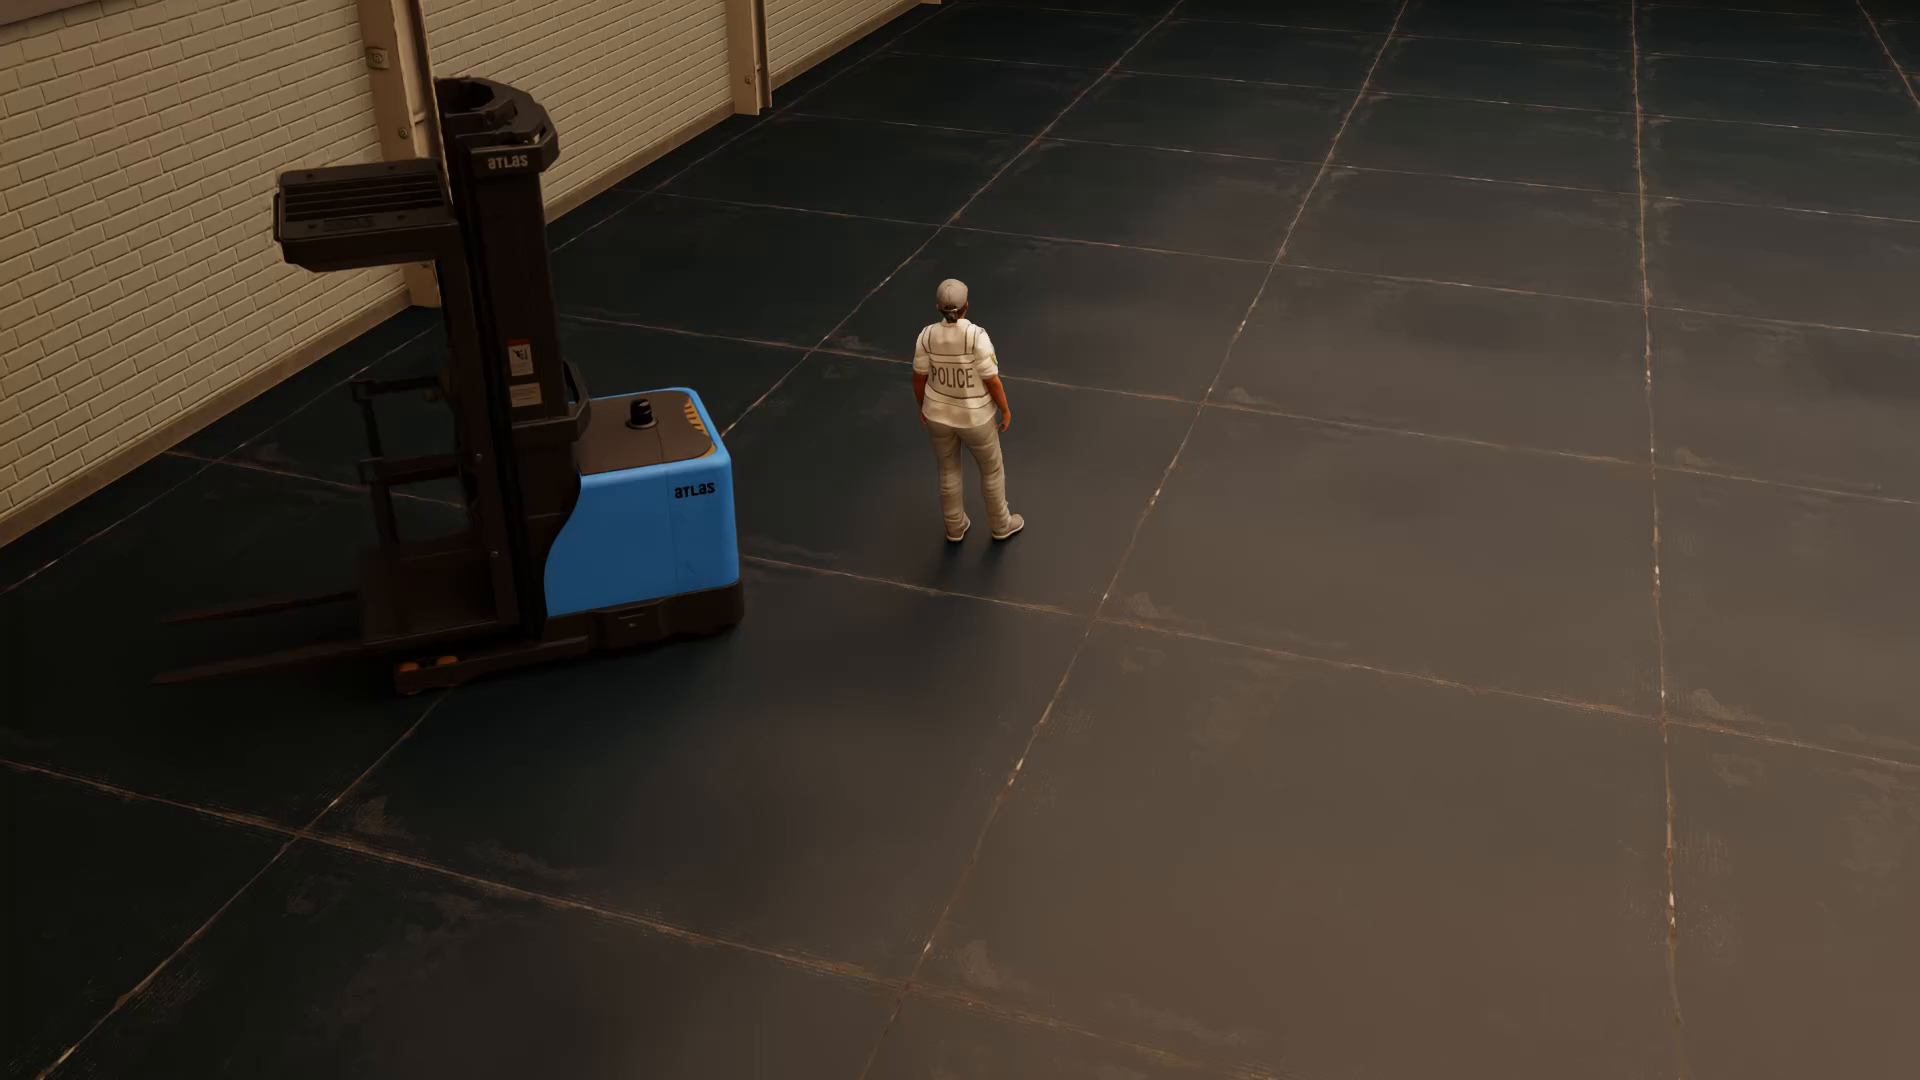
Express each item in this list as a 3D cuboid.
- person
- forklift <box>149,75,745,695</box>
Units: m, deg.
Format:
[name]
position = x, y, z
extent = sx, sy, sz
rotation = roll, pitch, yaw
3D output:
[person]
position = 0.047, -0.762, 9.736
extent = 0.598, 1.670, 0.529
rotation = 10, 31, 16
[forklift]
position = -2.767, -0.760, 8.470
extent = 3.031, 2.935, 1.130
rotation = -10, 31, -17
